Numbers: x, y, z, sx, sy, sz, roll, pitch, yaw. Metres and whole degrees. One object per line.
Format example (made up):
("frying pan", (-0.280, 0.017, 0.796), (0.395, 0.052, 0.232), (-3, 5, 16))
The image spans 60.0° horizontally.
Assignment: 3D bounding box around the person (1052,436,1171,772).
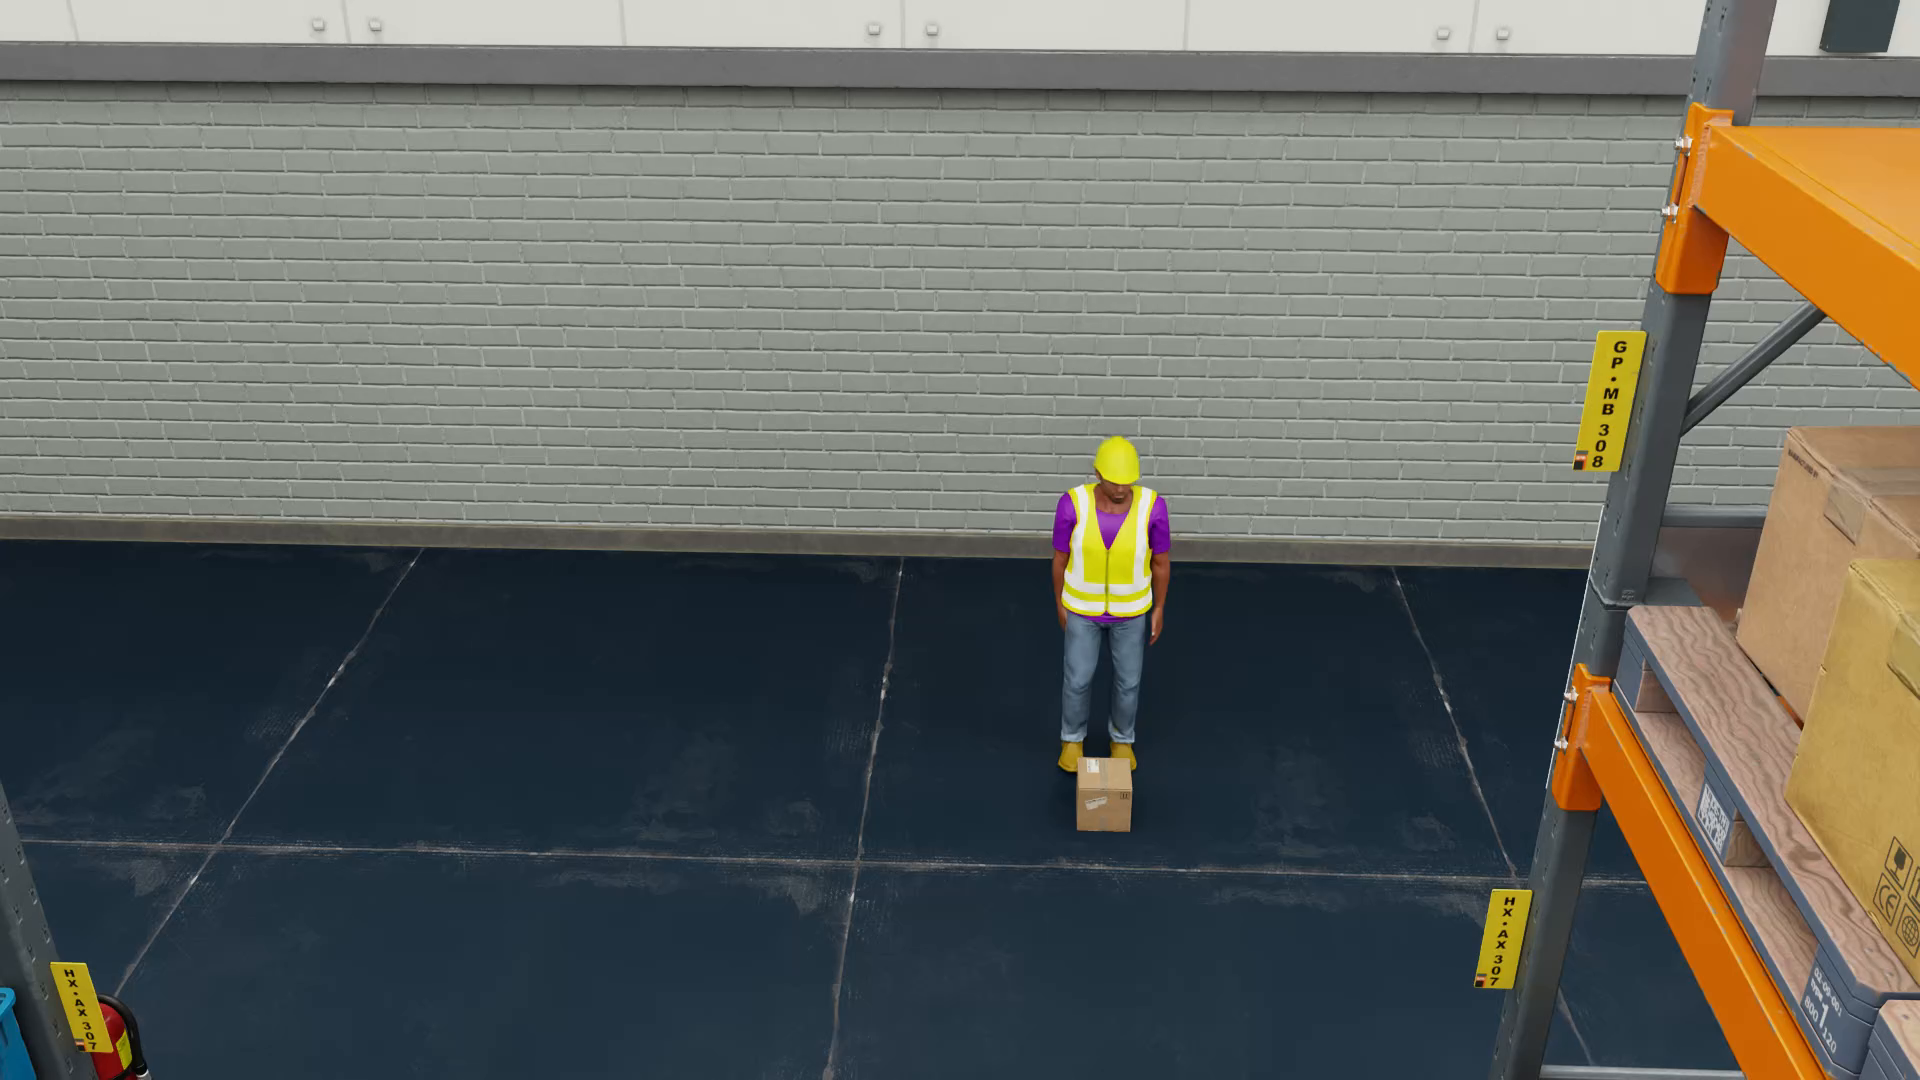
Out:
("person", (0.717, 0.317, 7.996), (0.565, 1.763, 0.366), (2, 28, 3))
